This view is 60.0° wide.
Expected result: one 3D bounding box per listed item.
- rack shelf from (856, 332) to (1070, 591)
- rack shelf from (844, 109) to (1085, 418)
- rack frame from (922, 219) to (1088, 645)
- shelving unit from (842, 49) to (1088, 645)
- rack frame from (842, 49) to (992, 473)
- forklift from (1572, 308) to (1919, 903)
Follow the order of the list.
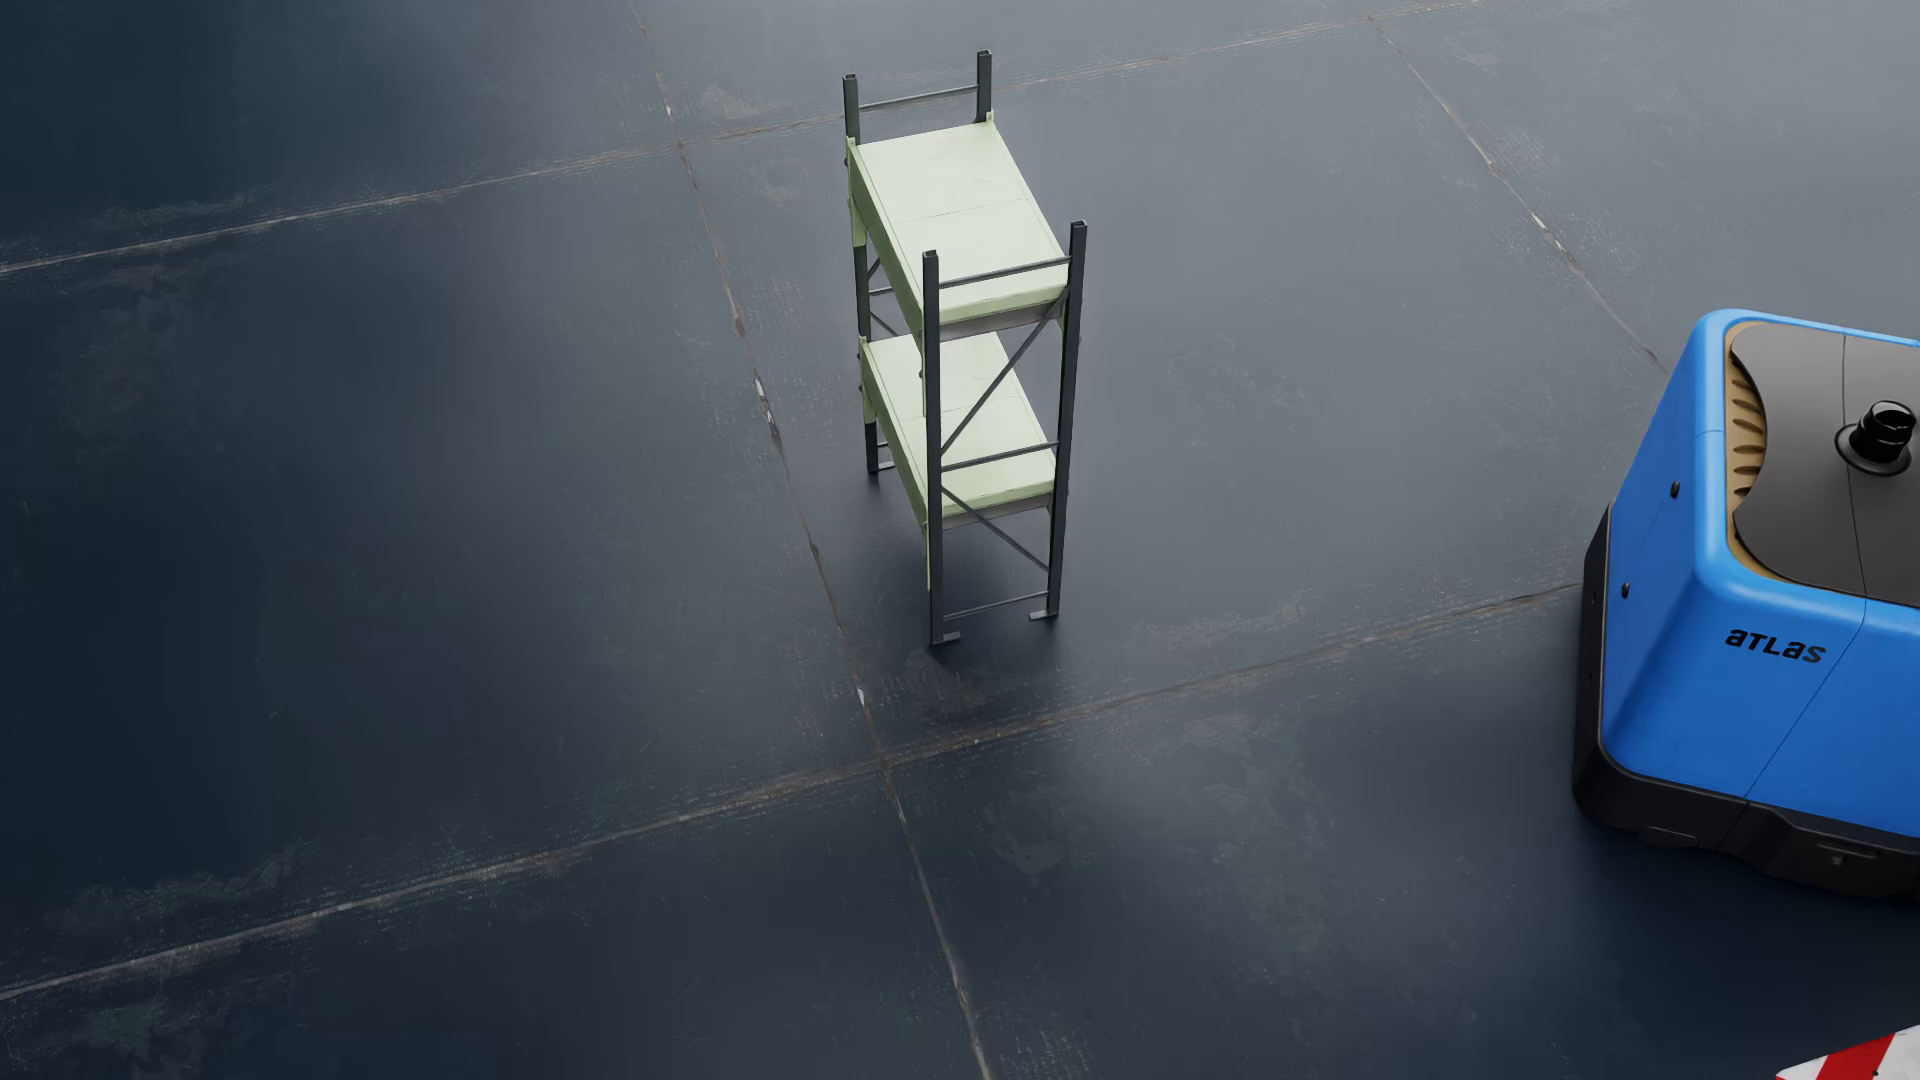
[{"bbox_3d":[-0.002,-0.278,4.930,0.431,0.370,0.720,-13,51,-11],"label":"rack shelf"},{"bbox_3d":[-0.002,-0.740,4.382,0.431,0.370,0.720,-13,51,-11],"label":"rack shelf"},{"bbox_3d":[0.106,-0.221,4.455,0.400,1.500,0.023,-13,51,-11],"label":"rack frame"},{"bbox_3d":[-0.002,-0.488,4.681,0.431,1.500,0.755,-13,51,-11],"label":"shelving unit"},{"bbox_3d":[-0.110,-0.756,4.906,0.400,1.500,0.023,-13,51,-11],"label":"rack frame"},{"bbox_3d":[3.259,-0.212,3.512,3.031,2.935,1.130,12,51,10],"label":"forklift"}]
